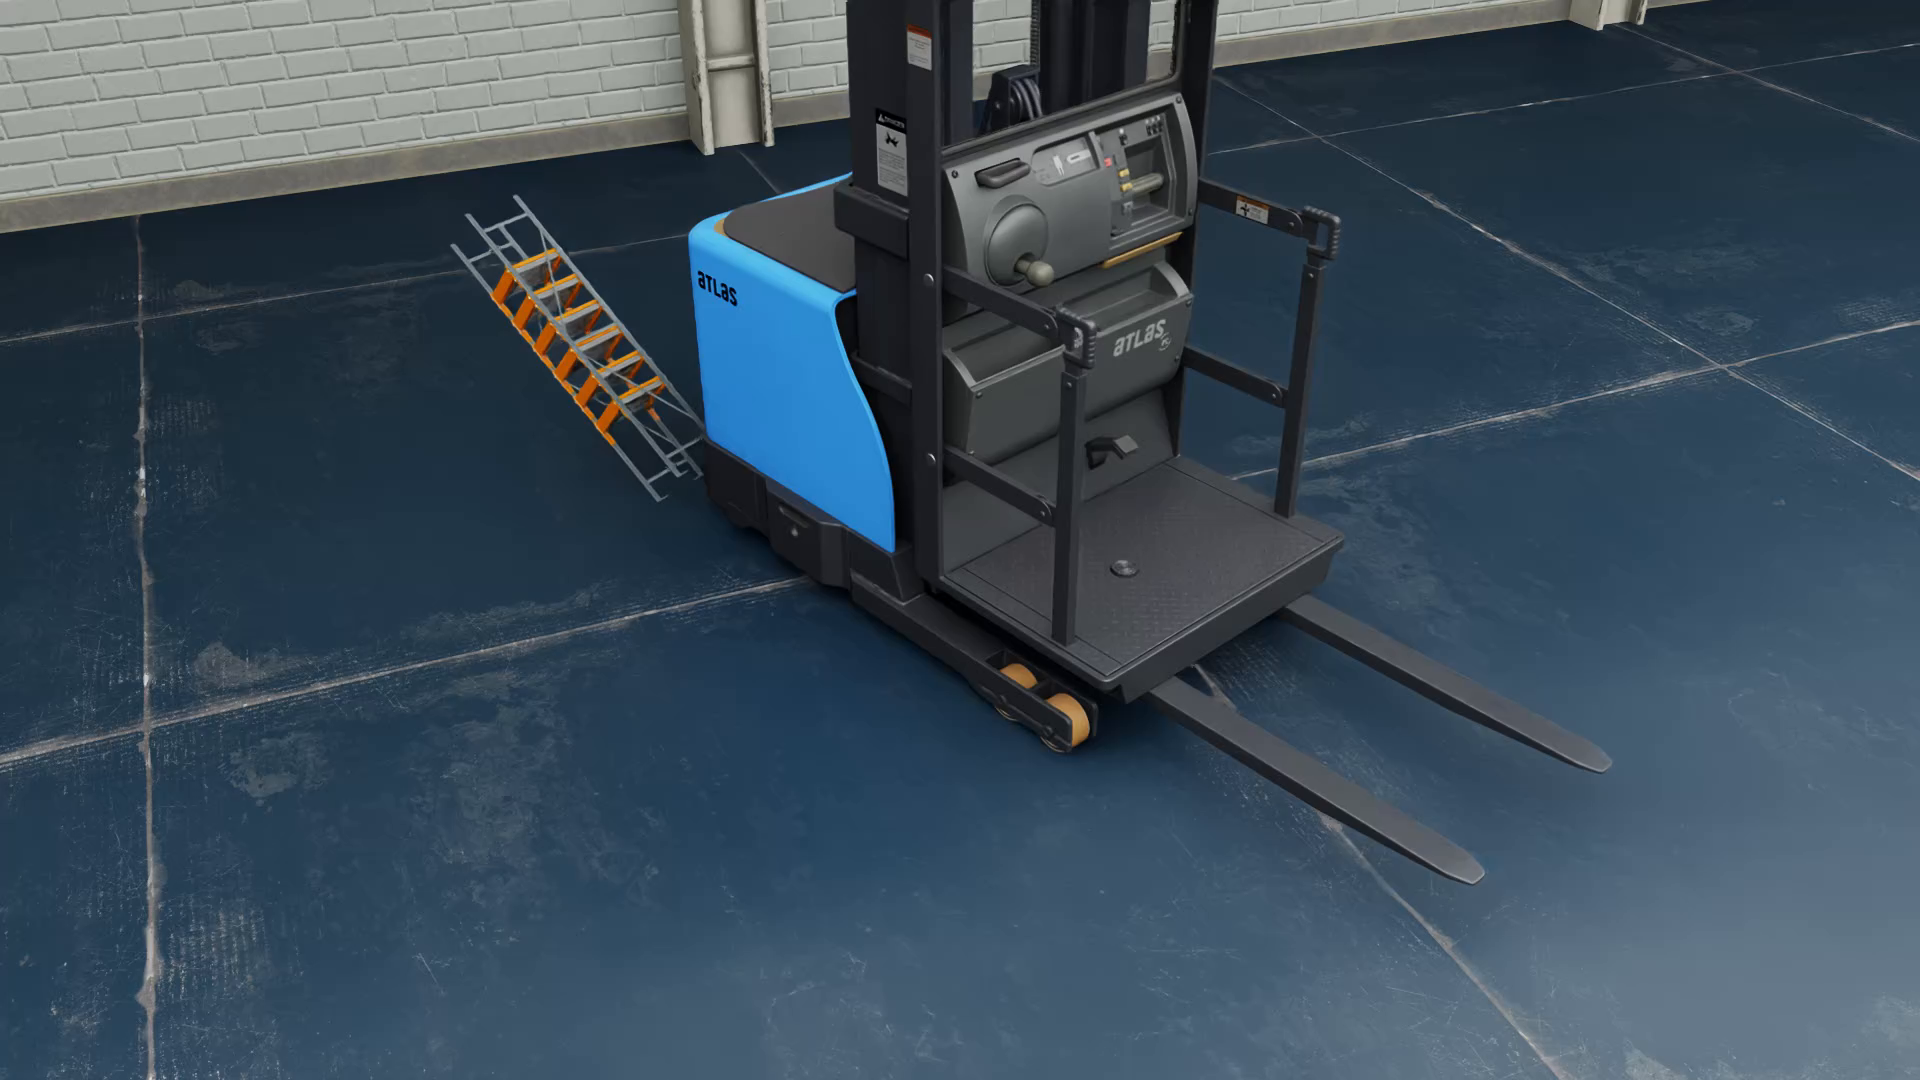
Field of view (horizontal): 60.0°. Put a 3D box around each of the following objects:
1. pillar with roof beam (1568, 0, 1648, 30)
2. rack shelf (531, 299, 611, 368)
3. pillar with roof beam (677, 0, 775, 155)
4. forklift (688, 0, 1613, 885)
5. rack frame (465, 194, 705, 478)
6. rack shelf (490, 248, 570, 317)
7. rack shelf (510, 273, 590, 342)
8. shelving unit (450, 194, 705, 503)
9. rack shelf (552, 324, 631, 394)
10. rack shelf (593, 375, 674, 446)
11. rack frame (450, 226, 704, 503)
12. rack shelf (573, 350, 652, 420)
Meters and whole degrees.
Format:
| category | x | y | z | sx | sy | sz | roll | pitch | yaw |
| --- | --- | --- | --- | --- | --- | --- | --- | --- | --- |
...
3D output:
| category | x | y | z | sx | sy | sz | roll | pitch | yaw |
| --- | --- | --- | --- | --- | --- | --- | --- | --- | --- |
| pillar with roof beam | 5.949 | -5.058 | 5.272 | 0.400 | 9.000 | 9.100 | -13 | 35 | -19 |
| rack shelf | -1.391 | -0.751 | 5.990 | 0.103 | 0.180 | 0.258 | 51 | 47 | 2 |
| pillar with roof beam | 0.417 | -3.791 | 3.325 | 0.400 | 9.000 | 9.100 | -13 | 35 | -19 |
| forklift | 0.472 | -0.933 | 4.496 | 1.130 | 2.935 | 3.031 | -27 | 41 | -35 |
| rack frame | -1.297 | -0.734 | 5.920 | 1.200 | 0.006 | 0.240 | 51 | 47 | 2 |
| rack shelf | -1.543 | -0.937 | 6.000 | 0.103 | 0.180 | 0.258 | 51 | 47 | 2 |
| rack shelf | -1.467 | -0.844 | 5.995 | 0.103 | 0.180 | 0.258 | 51 | 47 | 2 |
| shelving unit | -1.344 | -0.693 | 5.987 | 1.200 | 0.189 | 0.258 | 51 | 47 | 2 |
| rack shelf | -1.315 | -0.658 | 5.985 | 0.103 | 0.180 | 0.258 | 51 | 47 | 2 |
| rack shelf | -1.164 | -0.473 | 5.975 | 0.103 | 0.180 | 0.258 | 51 | 47 | 2 |
| rack frame | -1.390 | -0.651 | 6.054 | 1.200 | 0.006 | 0.240 | 51 | 47 | 2 |
| rack shelf | -1.240 | -0.565 | 5.980 | 0.103 | 0.180 | 0.258 | 51 | 47 | 2 |
